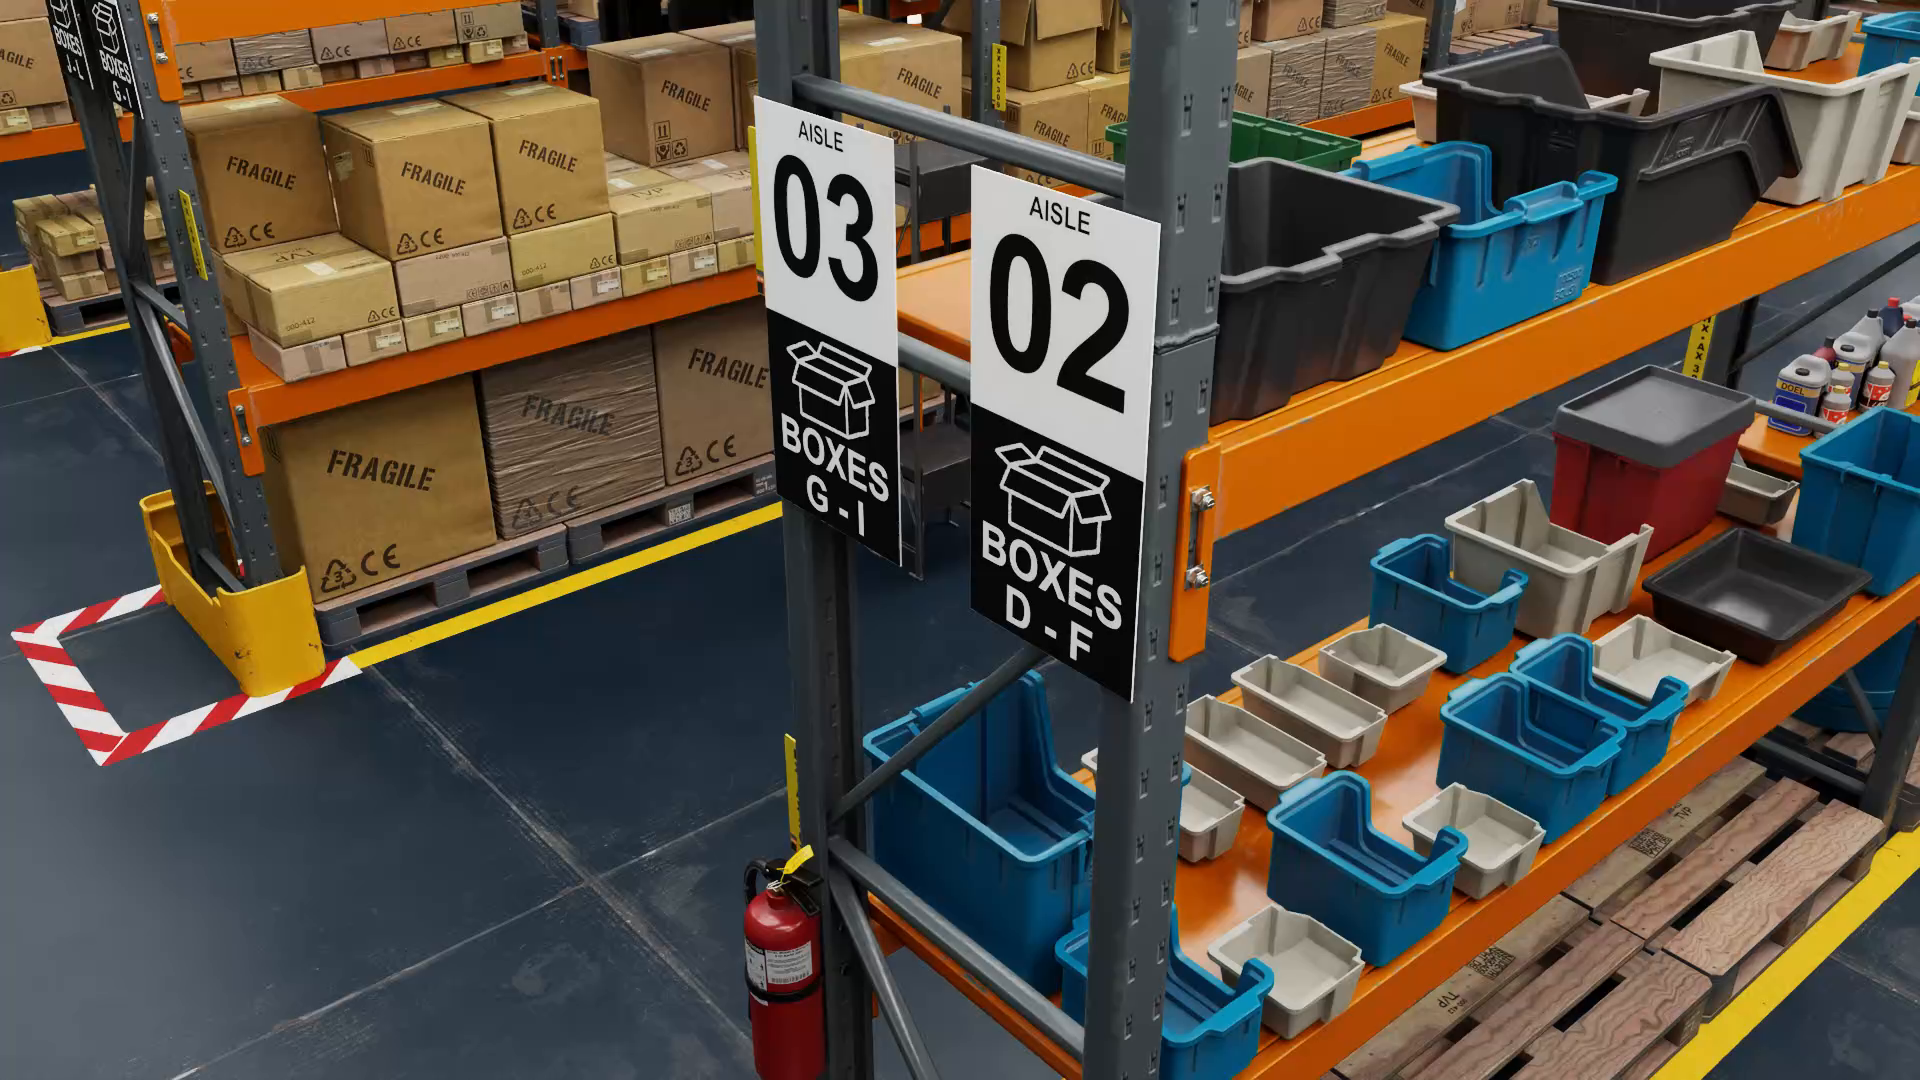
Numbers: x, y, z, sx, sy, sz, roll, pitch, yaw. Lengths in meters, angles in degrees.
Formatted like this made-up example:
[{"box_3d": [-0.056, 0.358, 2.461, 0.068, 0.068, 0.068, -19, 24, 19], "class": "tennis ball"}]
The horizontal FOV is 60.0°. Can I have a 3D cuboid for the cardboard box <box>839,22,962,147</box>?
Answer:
[{"box_3d": [-0.339, -2.298, 8.416, 0.500, 0.500, 0.500, -21, 34, -34], "class": "cardboard box"}]

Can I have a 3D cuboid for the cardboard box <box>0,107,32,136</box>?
[{"box_3d": [-5.889, -2.596, 10.191, 0.250, 0.149, 0.380, -22, 35, -35], "class": "cardboard box"}]

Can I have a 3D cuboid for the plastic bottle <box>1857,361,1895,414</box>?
[{"box_3d": [3.515, -0.585, 6.373, 0.097, 0.201, 0.097, 0, 28, 0], "class": "plastic bottle"}]

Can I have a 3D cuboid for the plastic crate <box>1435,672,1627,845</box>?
[{"box_3d": [1.412, 0.548, 4.157, 0.300, 0.233, 0.416, -22, 35, -35], "class": "plastic crate"}]

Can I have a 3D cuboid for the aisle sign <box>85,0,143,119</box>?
[{"box_3d": [-3.066, -1.932, 5.925, 0.004, 0.787, 0.394, -22, 35, -35], "class": "aisle sign"}]

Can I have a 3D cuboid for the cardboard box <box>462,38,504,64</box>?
[{"box_3d": [-3.496, -3.549, 11.974, 0.250, 0.149, 0.380, -23, 36, -36], "class": "cardboard box"}]

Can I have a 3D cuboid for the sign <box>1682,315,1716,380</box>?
[{"box_3d": [2.696, -0.683, 6.052, 0.005, 0.325, 0.100, -22, 35, -35], "class": "sign"}]

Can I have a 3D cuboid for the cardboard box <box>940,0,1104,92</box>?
[{"box_3d": [0.318, -2.824, 9.182, 0.637, 0.503, 0.797, -23, 36, -36], "class": "cardboard box"}]

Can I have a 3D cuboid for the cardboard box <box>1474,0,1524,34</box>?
[{"box_3d": [3.625, -3.978, 11.960, 0.500, 0.500, 0.700, -16, 32, -28], "class": "cardboard box"}]

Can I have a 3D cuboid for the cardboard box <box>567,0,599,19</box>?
[{"box_3d": [-2.707, -3.979, 12.333, 0.250, 0.149, 0.380, -24, 36, -37], "class": "cardboard box"}]

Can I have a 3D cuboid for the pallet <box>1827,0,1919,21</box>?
[{"box_3d": [3.585, -1.878, 5.599, 1.003, 0.211, 1.213, -22, 35, -35], "class": "pallet"}]

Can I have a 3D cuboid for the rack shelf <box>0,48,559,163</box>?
[{"box_3d": [-4.827, -3.019, 11.481, 4.000, 0.370, 1.077, -22, 35, -35], "class": "rack shelf"}]

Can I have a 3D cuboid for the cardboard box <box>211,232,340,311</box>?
[{"box_3d": [-3.009, -1.224, 7.201, 0.500, 0.250, 0.500, -23, 35, -36], "class": "cardboard box"}]

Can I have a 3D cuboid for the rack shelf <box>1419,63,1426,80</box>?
[{"box_3d": [4.402, -3.657, 12.675, 4.000, 0.370, 1.077, -22, 35, -35], "class": "rack shelf"}]

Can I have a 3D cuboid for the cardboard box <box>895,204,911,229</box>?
[{"box_3d": [-0.378, -1.739, 8.587, 0.250, 0.149, 0.380, -21, 35, -34], "class": "cardboard box"}]

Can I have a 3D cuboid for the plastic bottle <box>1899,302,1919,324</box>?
[{"box_3d": [3.803, -0.811, 6.717, 0.135, 0.276, 0.152, -22, 35, -35], "class": "plastic bottle"}]

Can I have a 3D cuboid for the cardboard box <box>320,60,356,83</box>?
[{"box_3d": [-4.366, -3.266, 11.445, 0.250, 0.149, 0.380, -23, 35, -36], "class": "cardboard box"}]

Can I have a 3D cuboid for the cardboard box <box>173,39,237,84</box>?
[{"box_3d": [-5.056, -3.257, 10.740, 0.500, 0.500, 0.500, -21, 35, -34], "class": "cardboard box"}]

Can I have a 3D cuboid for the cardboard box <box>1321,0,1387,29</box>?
[{"box_3d": [2.313, -3.631, 10.692, 0.637, 0.503, 0.797, -21, 34, -33], "class": "cardboard box"}]

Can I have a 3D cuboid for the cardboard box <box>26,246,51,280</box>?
[{"box_3d": [-6.083, -1.889, 11.181, 0.250, 0.149, 0.380, -21, 35, -34], "class": "cardboard box"}]

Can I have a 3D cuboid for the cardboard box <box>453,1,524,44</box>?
[{"box_3d": [-3.490, -3.875, 11.896, 0.500, 0.500, 0.500, -22, 35, -35], "class": "cardboard box"}]

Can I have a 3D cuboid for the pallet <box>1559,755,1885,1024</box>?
[{"box_3d": [2.518, 1.105, 5.957, 1.213, 0.211, 1.003, -22, 35, -35], "class": "pallet"}]

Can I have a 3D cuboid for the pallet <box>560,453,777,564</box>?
[{"box_3d": [-1.721, -0.330, 8.643, 1.213, 0.211, 1.003, -22, 35, -35], "class": "pallet"}]

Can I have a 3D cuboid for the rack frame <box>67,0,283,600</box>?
[{"box_3d": [-3.206, -0.916, 6.781, 0.127, 3.000, 1.000, -22, 35, -35], "class": "rack frame"}]

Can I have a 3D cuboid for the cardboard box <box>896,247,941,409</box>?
[{"box_3d": [-0.717, -1.214, 9.148, 0.875, 0.875, 0.875, -22, 35, -35], "class": "cardboard box"}]

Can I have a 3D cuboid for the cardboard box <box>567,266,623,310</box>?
[{"box_3d": [-1.745, -1.189, 7.559, 0.250, 0.149, 0.380, -22, 35, -35], "class": "cardboard box"}]

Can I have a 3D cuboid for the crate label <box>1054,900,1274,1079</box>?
[{"box_3d": [0.410, 0.950, 3.403, 0.303, 0.233, 0.416, -22, 35, -35], "class": "crate label"}]

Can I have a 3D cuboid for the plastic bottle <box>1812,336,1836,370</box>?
[{"box_3d": [3.288, -0.635, 6.380, 0.133, 0.283, 0.061, -22, 35, -35], "class": "plastic bottle"}]

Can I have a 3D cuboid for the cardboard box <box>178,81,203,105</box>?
[{"box_3d": [-5.152, -2.954, 10.862, 0.250, 0.149, 0.380, -22, 35, -35], "class": "cardboard box"}]

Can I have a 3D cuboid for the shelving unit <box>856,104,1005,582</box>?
[{"box_3d": [-0.126, -0.875, 7.660, 0.503, 2.100, 0.431, -22, 35, -35], "class": "shelving unit"}]

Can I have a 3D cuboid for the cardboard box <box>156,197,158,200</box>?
[{"box_3d": [-5.188, -2.218, 11.165, 0.250, 0.149, 0.380, -24, 36, -37], "class": "cardboard box"}]

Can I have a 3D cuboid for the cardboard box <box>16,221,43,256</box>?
[{"box_3d": [-6.132, -2.048, 11.163, 0.250, 0.149, 0.380, -23, 36, -36], "class": "cardboard box"}]

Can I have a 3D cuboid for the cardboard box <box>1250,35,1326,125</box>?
[{"box_3d": [1.889, -2.857, 10.307, 0.500, 0.500, 0.500, -23, 36, -36], "class": "cardboard box"}]

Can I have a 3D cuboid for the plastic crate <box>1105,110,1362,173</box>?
[{"box_3d": [0.574, -0.773, 3.557, 0.336, 0.188, 0.450, -22, 35, -35], "class": "plastic crate"}]

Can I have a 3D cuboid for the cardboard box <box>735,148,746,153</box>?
[{"box_3d": [-1.072, -2.004, 8.661, 0.500, 0.250, 0.500, -22, 35, -35], "class": "cardboard box"}]

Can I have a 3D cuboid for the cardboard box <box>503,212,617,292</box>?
[{"box_3d": [-1.890, -1.344, 7.427, 0.500, 0.250, 0.500, -23, 36, -36], "class": "cardboard box"}]

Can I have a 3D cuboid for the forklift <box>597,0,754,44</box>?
[{"box_3d": [-1.367, -2.774, 10.330, 3.031, 2.935, 1.130, -24, 37, -38], "class": "forklift"}]

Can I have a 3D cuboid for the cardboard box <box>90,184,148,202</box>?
[{"box_3d": [-5.767, -2.349, 11.411, 0.250, 0.149, 0.380, -23, 36, -36], "class": "cardboard box"}]

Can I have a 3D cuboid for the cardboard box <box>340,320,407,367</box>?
[{"box_3d": [-2.527, -0.874, 6.969, 0.250, 0.149, 0.380, -22, 35, -36], "class": "cardboard box"}]

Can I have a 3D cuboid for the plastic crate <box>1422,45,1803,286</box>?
[{"box_3d": [1.349, -0.804, 3.455, 0.767, 0.338, 0.504, -22, 35, -35], "class": "plastic crate"}]

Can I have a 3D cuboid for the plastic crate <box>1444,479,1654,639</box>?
[{"box_3d": [1.771, 0.064, 5.010, 0.530, 0.282, 0.437, -22, 35, -35], "class": "plastic crate"}]

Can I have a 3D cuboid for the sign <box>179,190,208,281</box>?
[{"box_3d": [-2.850, -1.131, 6.182, 0.005, 0.325, 0.100, -22, 35, -35], "class": "sign"}]

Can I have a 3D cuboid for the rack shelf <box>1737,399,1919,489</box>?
[{"box_3d": [4.573, -0.658, 7.062, 4.000, 0.370, 1.077, -22, 35, -35], "class": "rack shelf"}]

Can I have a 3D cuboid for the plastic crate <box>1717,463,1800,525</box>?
[{"box_3d": [2.605, -0.182, 5.625, 0.243, 0.136, 0.396, -22, 35, -35], "class": "plastic crate"}]

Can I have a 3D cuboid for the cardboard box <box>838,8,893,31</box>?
[{"box_3d": [-0.693, -2.480, 8.756, 0.500, 0.500, 0.500, -22, 35, -35], "class": "cardboard box"}]

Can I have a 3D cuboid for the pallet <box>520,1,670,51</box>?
[{"box_3d": [-2.629, -4.046, 12.841, 1.213, 0.211, 1.003, -22, 35, -35], "class": "pallet"}]

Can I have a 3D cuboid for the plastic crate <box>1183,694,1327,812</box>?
[{"box_3d": [0.741, 0.552, 4.250, 0.243, 0.136, 0.396, -22, 35, -35], "class": "plastic crate"}]

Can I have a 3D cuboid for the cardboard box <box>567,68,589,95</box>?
[{"box_3d": [-2.903, -3.681, 13.366, 0.500, 0.250, 0.500, -23, 36, -36], "class": "cardboard box"}]

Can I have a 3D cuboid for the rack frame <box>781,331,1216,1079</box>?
[{"box_3d": [0.009, 0.860, 3.457, 0.127, 3.000, 1.000, -22, 35, -35], "class": "rack frame"}]

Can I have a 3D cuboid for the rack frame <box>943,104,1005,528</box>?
[{"box_3d": [0.060, -0.950, 7.800, 0.015, 2.100, 0.400, -22, 35, -35], "class": "rack frame"}]
